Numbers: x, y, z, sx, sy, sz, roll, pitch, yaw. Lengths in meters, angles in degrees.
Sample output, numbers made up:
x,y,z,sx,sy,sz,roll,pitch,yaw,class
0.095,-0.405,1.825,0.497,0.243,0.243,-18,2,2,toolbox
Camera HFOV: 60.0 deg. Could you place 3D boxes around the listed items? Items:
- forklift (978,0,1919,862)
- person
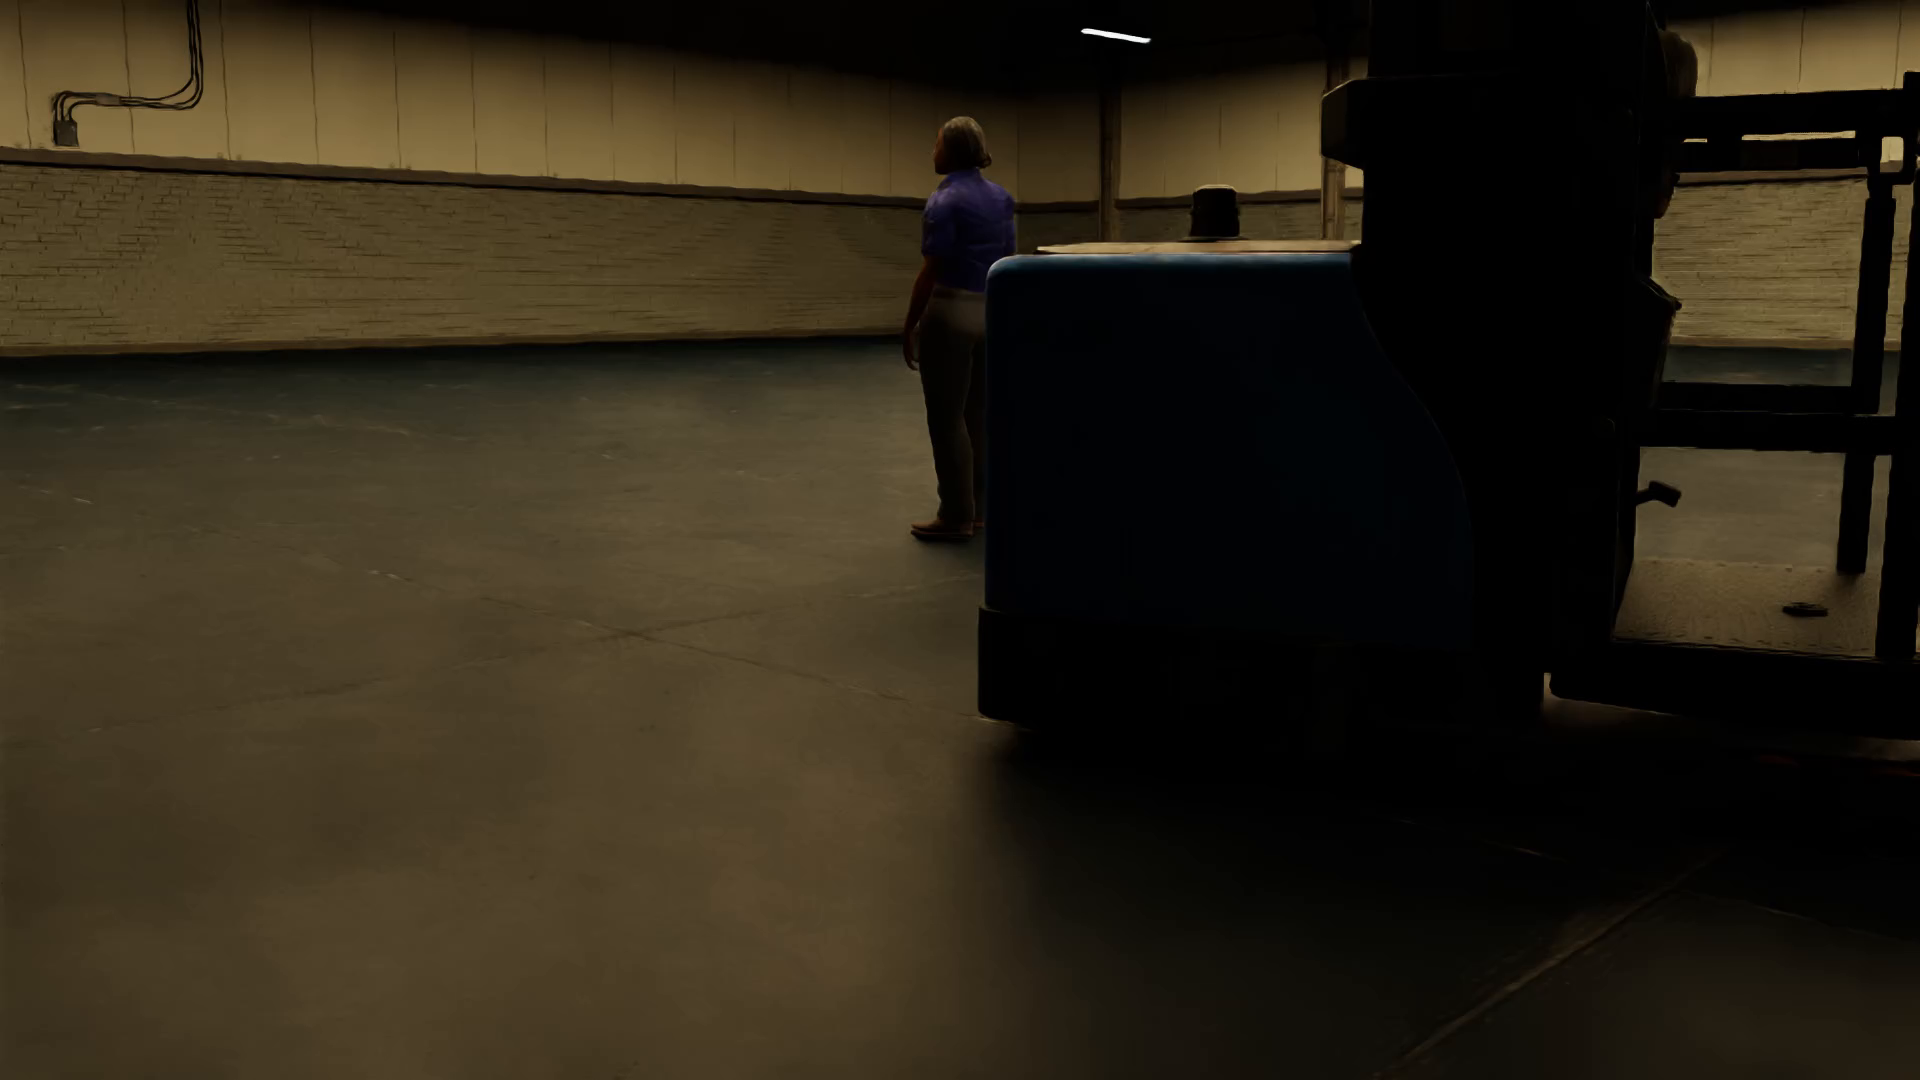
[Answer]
x,y,z,sx,sy,sz,roll,pitch,yaw,class
1.604,-0.970,3.316,3.031,2.935,1.130,4,9,24,forklift
-0.050,-0.836,6.667,0.503,1.654,0.570,8,12,43,person
